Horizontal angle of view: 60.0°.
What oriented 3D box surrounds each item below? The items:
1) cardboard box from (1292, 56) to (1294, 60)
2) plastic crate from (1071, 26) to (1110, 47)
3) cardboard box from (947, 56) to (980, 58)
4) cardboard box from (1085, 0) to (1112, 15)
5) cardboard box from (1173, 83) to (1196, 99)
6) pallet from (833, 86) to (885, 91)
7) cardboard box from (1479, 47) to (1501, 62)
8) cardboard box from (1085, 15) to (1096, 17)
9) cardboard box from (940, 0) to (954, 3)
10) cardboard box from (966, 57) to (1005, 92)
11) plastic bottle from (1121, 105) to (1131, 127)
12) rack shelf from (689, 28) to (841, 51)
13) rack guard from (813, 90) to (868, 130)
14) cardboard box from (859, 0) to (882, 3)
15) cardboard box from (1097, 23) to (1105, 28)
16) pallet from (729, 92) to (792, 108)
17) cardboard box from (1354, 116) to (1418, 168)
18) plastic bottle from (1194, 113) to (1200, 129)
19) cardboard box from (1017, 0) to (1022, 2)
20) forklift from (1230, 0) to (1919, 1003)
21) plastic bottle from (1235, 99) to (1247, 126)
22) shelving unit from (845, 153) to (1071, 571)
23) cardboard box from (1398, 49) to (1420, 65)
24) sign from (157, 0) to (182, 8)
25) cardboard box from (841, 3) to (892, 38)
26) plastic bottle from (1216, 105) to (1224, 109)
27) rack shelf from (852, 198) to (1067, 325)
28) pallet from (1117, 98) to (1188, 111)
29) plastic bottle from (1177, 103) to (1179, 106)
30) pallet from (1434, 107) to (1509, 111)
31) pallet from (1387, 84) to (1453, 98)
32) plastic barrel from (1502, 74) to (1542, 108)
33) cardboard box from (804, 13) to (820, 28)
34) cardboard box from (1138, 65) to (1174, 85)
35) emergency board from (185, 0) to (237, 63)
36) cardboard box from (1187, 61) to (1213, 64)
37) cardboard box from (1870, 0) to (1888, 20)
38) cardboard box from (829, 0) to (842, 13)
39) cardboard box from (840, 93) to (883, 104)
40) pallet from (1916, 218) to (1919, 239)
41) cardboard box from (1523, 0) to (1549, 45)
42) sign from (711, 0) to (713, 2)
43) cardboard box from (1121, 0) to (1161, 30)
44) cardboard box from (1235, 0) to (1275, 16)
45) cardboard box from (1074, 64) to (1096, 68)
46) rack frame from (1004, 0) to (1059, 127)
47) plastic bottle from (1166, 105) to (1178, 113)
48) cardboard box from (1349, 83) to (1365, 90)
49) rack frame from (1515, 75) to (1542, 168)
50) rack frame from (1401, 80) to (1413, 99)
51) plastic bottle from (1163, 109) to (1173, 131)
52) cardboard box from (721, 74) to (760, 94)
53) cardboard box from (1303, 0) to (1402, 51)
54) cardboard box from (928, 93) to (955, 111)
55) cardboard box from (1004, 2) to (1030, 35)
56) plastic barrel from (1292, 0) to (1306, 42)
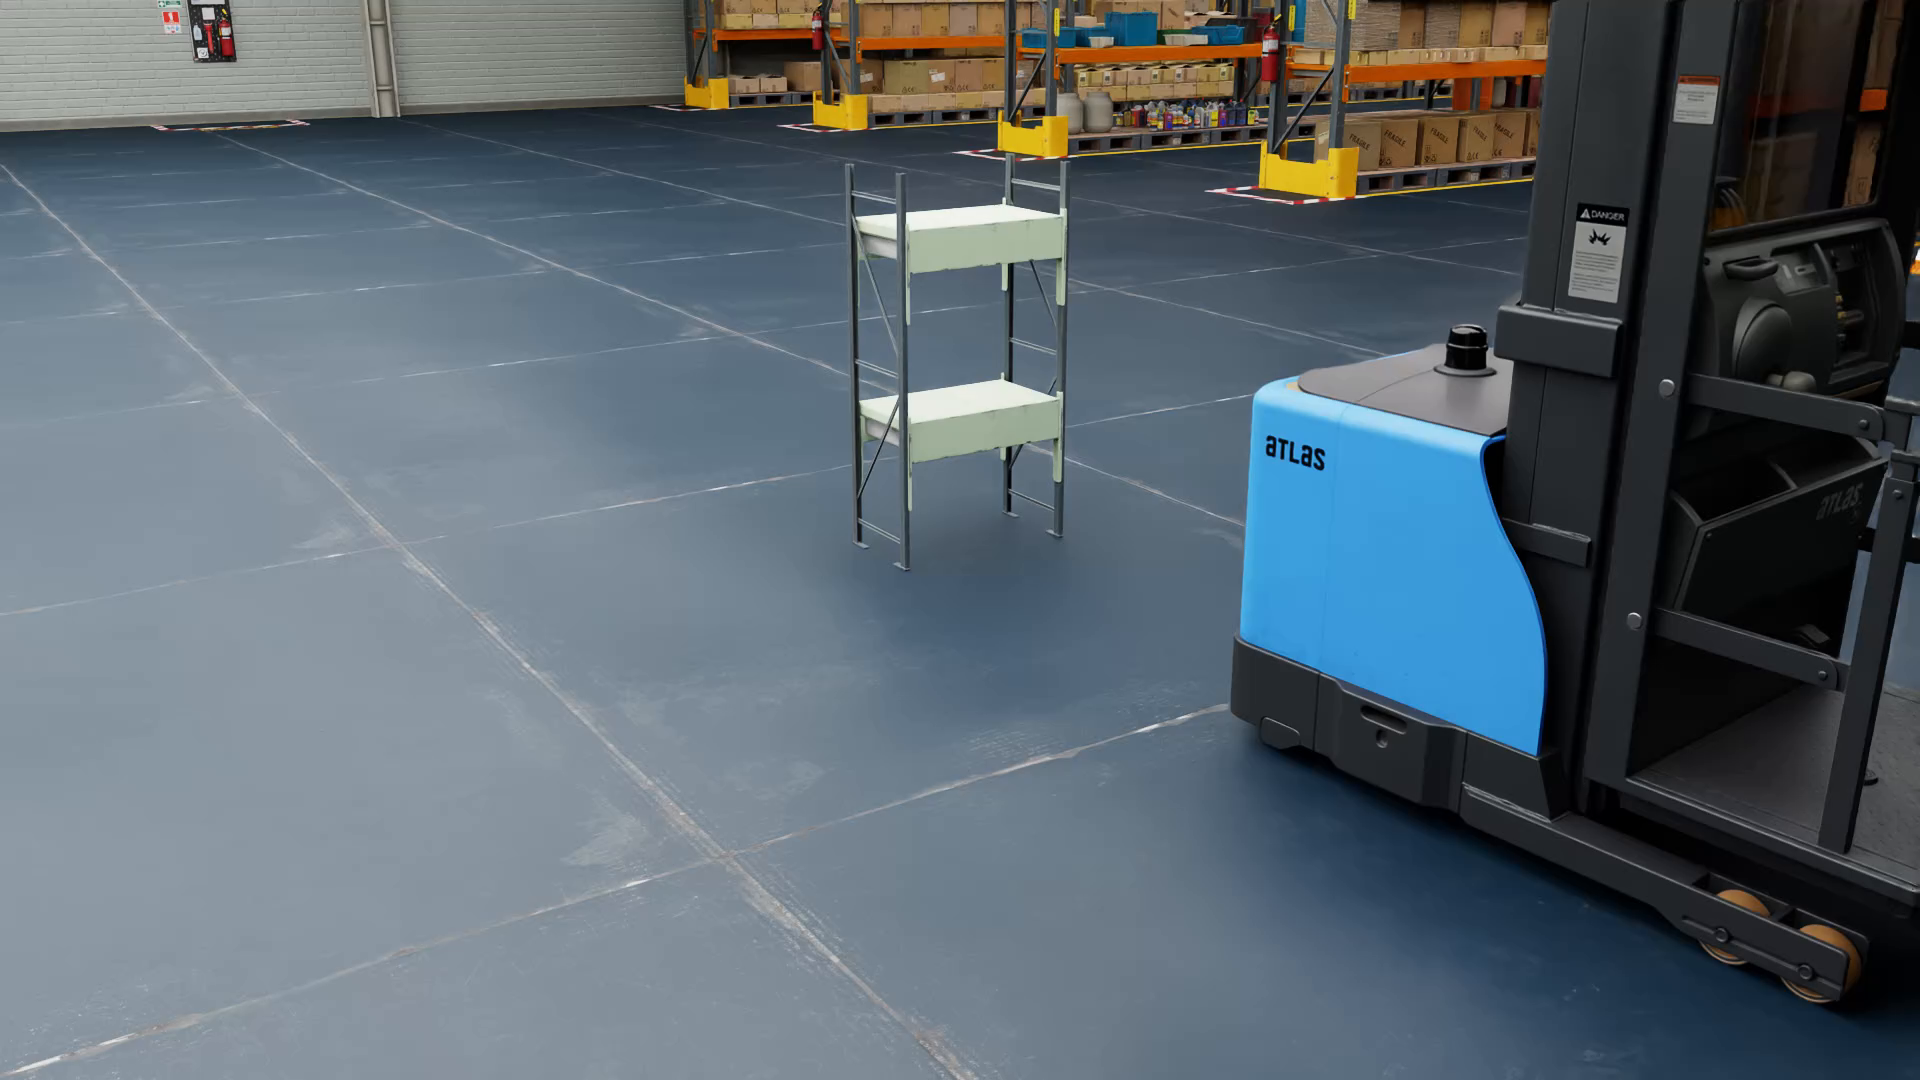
[{"bbox_3d":[6.413,-8.981,30.672,0.500,0.250,0.500,-12,22,-32],"label":"cardboard box"},{"bbox_3d":[1.703,-6.657,21.986,0.408,0.251,0.499,-12,22,-31],"label":"plastic crate"},{"bbox_3d":[0.129,-7.554,26.874,0.500,0.500,0.500,-12,22,-31],"label":"cardboard box"},{"bbox_3d":[2.683,-10.721,33.121,0.500,0.500,0.500,-11,22,-30],"label":"cardboard box"},{"bbox_3d":[3.708,-7.740,28.595,0.500,0.250,0.500,-11,22,-30],"label":"cardboard box"},{"bbox_3d":[-1.746,-8.353,31.122,1.213,0.211,1.003,-12,22,-31],"label":"pallet"},{"bbox_3d":[5.690,-5.331,18.222,0.250,0.149,0.380,-12,22,-31],"label":"cardboard box"},{"bbox_3d":[2.539,-10.392,33.162,0.250,0.149,0.380,-12,22,-32],"label":"cardboard box"},{"bbox_3d":[-0.297,-8.366,25.638,0.250,0.149,0.380,-12,22,-32],"label":"cardboard box"},{"bbox_3d":[0.417,-7.414,26.459,0.500,0.500,0.500,-12,22,-31],"label":"cardboard box"},{"bbox_3d":[2.284,-5.835,22.874,0.133,0.283,0.061,-11,22,-30],"label":"plastic bottle"},{"bbox_3d":[-2.875,-9.108,30.126,4.000,0.370,1.077,-12,22,-31],"label":"rack shelf"},{"bbox_3d":[-1.838,-6.584,25.439,0.348,0.500,1.175,-12,22,-31],"label":"rack guard"},{"bbox_3d":[-1.371,-8.139,24.966,0.250,0.149,0.380,-12,22,-32],"label":"cardboard box"},{"bbox_3d":[2.376,-8.459,27.476,0.250,0.149,0.380,-12,22,-31],"label":"cardboard box"},{"bbox_3d":[-3.784,-7.923,29.850,1.213,0.211,1.003,-12,22,-31],"label":"pallet"},{"bbox_3d":[4.639,-4.357,18.196,0.500,0.500,0.500,-6,20,-17],"label":"cardboard box"},{"bbox_3d":[3.213,-5.697,22.596,0.097,0.201,0.097,0,19,0],"label":"plastic bottle"},{"bbox_3d":[0.770,-8.590,26.301,0.250,0.149,0.380,-12,22,-32],"label":"cardboard box"},{"bbox_3d":[2.127,-0.540,3.766,1.130,2.935,3.031,-14,23,-36],"label":"forklift"},{"bbox_3d":[3.865,-5.914,23.005,0.185,0.351,0.144,-13,22,-33],"label":"plastic bottle"},{"bbox_3d":[-0.006,-0.709,6.501,0.755,1.500,0.431,-12,22,-31],"label":"shelving unit"},{"bbox_3d":[4.631,-5.118,17.592,0.250,0.149,0.380,-12,22,-31],"label":"cardboard box"},{"bbox_3d":[-12.042,-8.166,25.333,0.331,0.109,0.001,-12,22,-31],"label":"sign"},{"bbox_3d":[-1.421,-7.899,25.269,0.500,0.500,0.700,-12,22,-31],"label":"cardboard box"},{"bbox_3d":[3.602,-5.880,23.021,0.135,0.276,0.152,-12,22,-31],"label":"plastic bottle"},{"bbox_3d":[-0.006,-1.079,6.376,0.720,0.370,0.431,-12,22,-31],"label":"rack shelf"},{"bbox_3d":[3.137,-7.512,28.636,1.213,0.211,1.003,-12,22,-31],"label":"pallet"},{"bbox_3d":[3.023,-5.991,23.336,0.133,0.283,0.061,-11,21,-29],"label":"plastic bottle"},{"bbox_3d":[8.221,-6.685,26.189,1.213,0.211,1.003,-12,22,-31],"label":"pallet"},{"bbox_3d":[8.779,-8.686,32.107,1.213,0.211,1.003,-12,22,-31],"label":"pallet"},{"bbox_3d":[8.927,-7.202,26.474,0.708,0.588,0.600,-12,22,-31],"label":"plastic barrel"},{"bbox_3d":[-2.685,-9.308,29.797,0.500,0.250,0.500,-12,22,-31],"label":"cardboard box"},{"bbox_3d":[3.289,-7.916,28.239,0.500,0.311,0.500,-11,22,-30],"label":"cardboard box"},{"bbox_3d":[-11.532,-7.970,25.635,0.643,1.169,0.194,-12,22,-31],"label":"emergency board"},{"bbox_3d":[4.265,-8.330,29.462,0.500,0.311,0.500,-11,22,-30],"label":"cardboard box"},{"bbox_3d":[7.011,-4.537,13.560,0.550,0.550,0.875,-12,22,-31],"label":"cardboard box"},{"bbox_3d":[-2.269,-9.754,29.944,0.500,0.500,0.500,-13,22,-33],"label":"cardboard box"},{"bbox_3d":[-1.532,-6.842,25.938,0.500,0.250,0.500,-12,22,-31],"label":"cardboard box"},{"bbox_3d":[7.914,-2.832,14.792,1.213,0.211,1.003,-12,22,-31],"label":"pallet"},{"bbox_3d":[6.122,-5.874,18.814,0.500,0.500,0.875,-12,22,-31],"label":"cardboard box"},{"bbox_3d":[-4.247,-9.362,28.401,0.005,0.325,0.100,-12,22,-31],"label":"sign"},{"bbox_3d":[3.032,-8.836,28.042,0.500,0.500,0.500,-12,22,-31],"label":"cardboard box"},{"bbox_3d":[5.328,-9.569,29.554,0.700,0.500,0.500,14,23,35],"label":"cardboard box"},{"bbox_3d":[2.135,-7.880,28.133,0.500,0.311,0.500,-11,22,-30],"label":"cardboard box"},{"bbox_3d":[0.904,-6.447,21.131,0.127,3.000,1.000,-12,22,-31],"label":"rack frame"},{"bbox_3d":[2.932,-5.895,23.064,0.135,0.276,0.152,-12,22,-31],"label":"plastic bottle"},{"bbox_3d":[7.114,-8.574,30.638,0.500,0.500,0.500,-12,22,-31],"label":"cardboard box"},{"bbox_3d":[6.968,-5.827,19.296,0.127,3.000,1.000,-12,22,-31],"label":"rack frame"},{"bbox_3d":[8.205,-9.886,31.304,0.127,3.000,1.000,-12,22,-31],"label":"rack frame"},{"bbox_3d":[2.788,-5.639,22.297,0.133,0.283,0.061,-11,22,-31],"label":"plastic bottle"},{"bbox_3d":[-3.918,-8.129,29.618,0.500,0.311,0.500,-15,24,-37],"label":"cardboard box"},{"bbox_3d":[4.102,-5.400,17.413,0.500,0.500,0.875,-12,22,-31],"label":"cardboard box"},{"bbox_3d":[-0.414,-6.881,26.052,0.500,0.250,0.500,-12,22,-31],"label":"cardboard box"},{"bbox_3d":[0.719,-8.350,26.604,0.500,0.500,0.700,-12,22,-32],"label":"cardboard box"},{"bbox_3d":[4.734,-7.376,23.096,0.708,0.901,0.600,-12,22,-31],"label":"plastic barrel"}]
